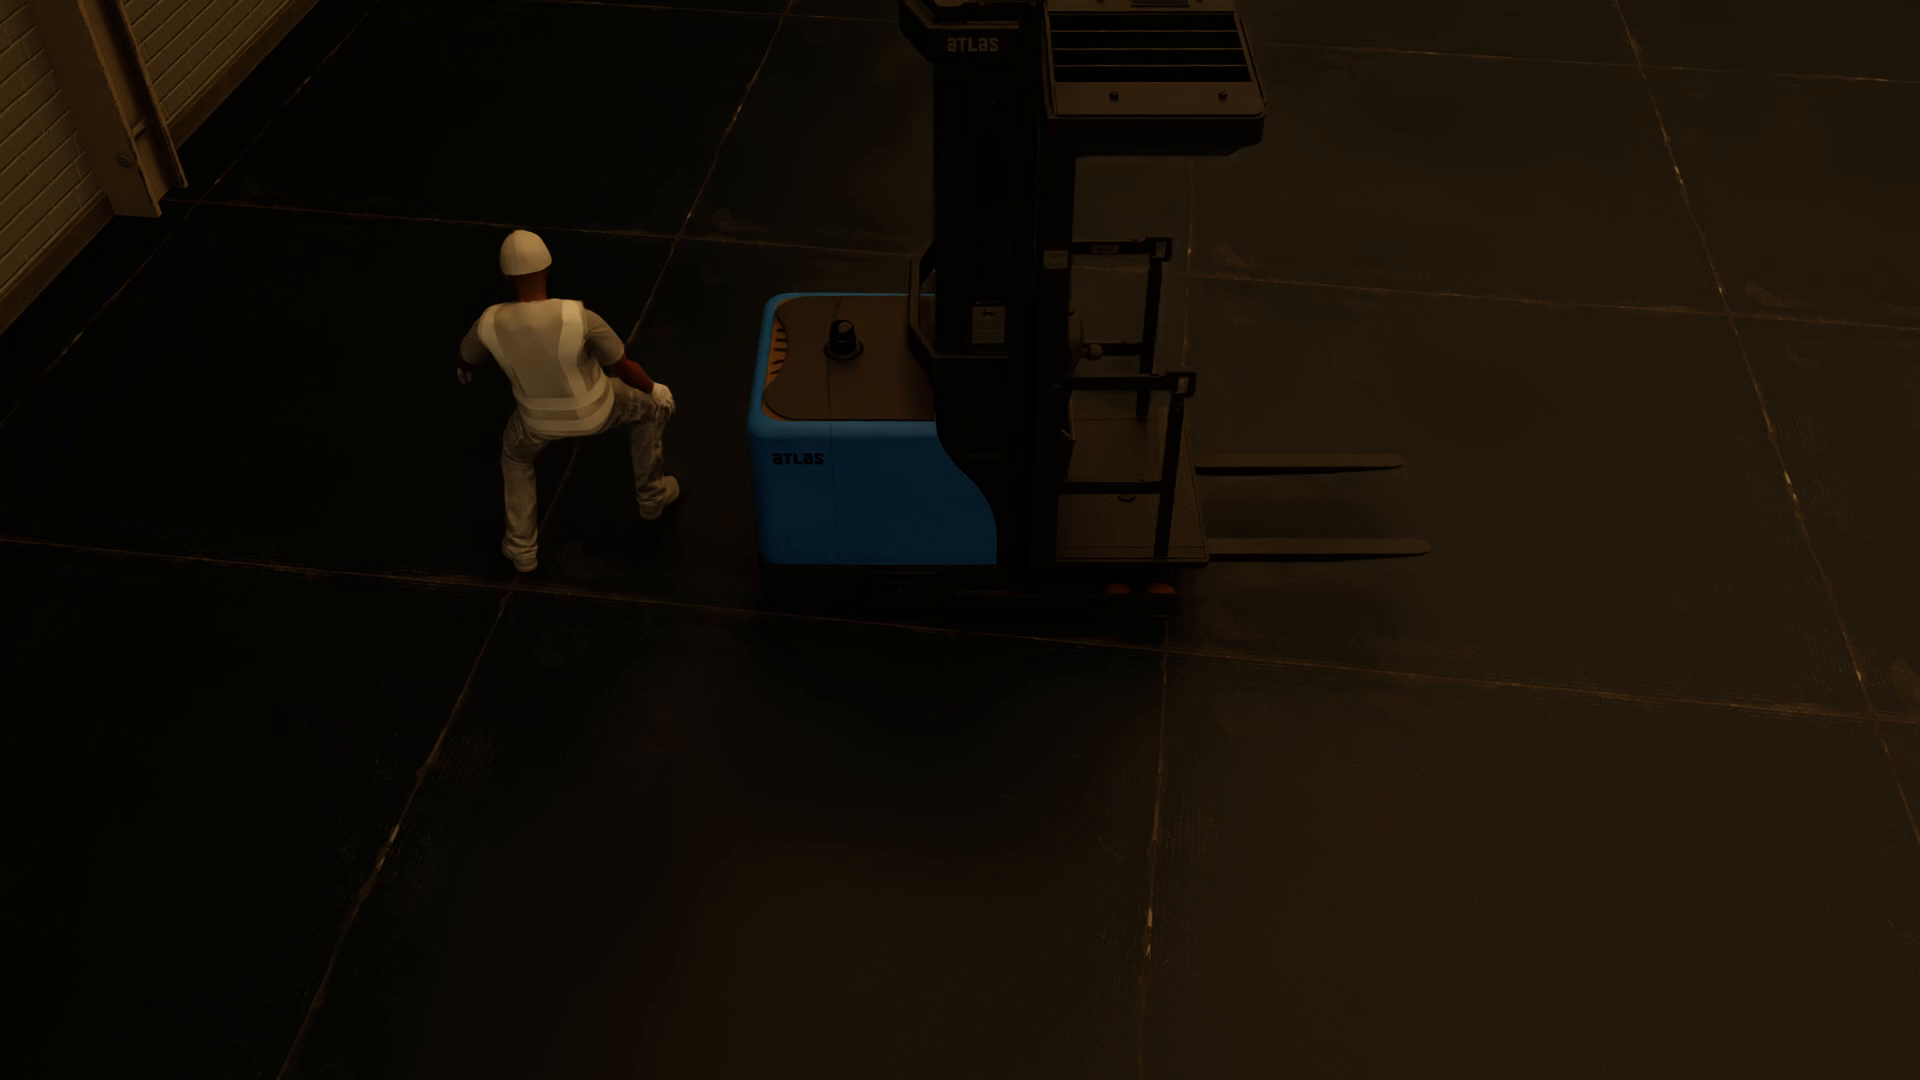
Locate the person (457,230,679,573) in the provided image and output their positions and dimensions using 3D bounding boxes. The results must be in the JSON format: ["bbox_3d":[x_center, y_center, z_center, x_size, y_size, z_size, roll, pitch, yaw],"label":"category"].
[{"bbox_3d":[-1.789,-0.652,7.403,1.012,1.651,0.661,3,43,3],"label":"person"}]

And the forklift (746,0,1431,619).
[{"bbox_3d":[0.613,-1.087,6.908,3.031,2.935,1.130,0,43,0],"label":"forklift"}]
